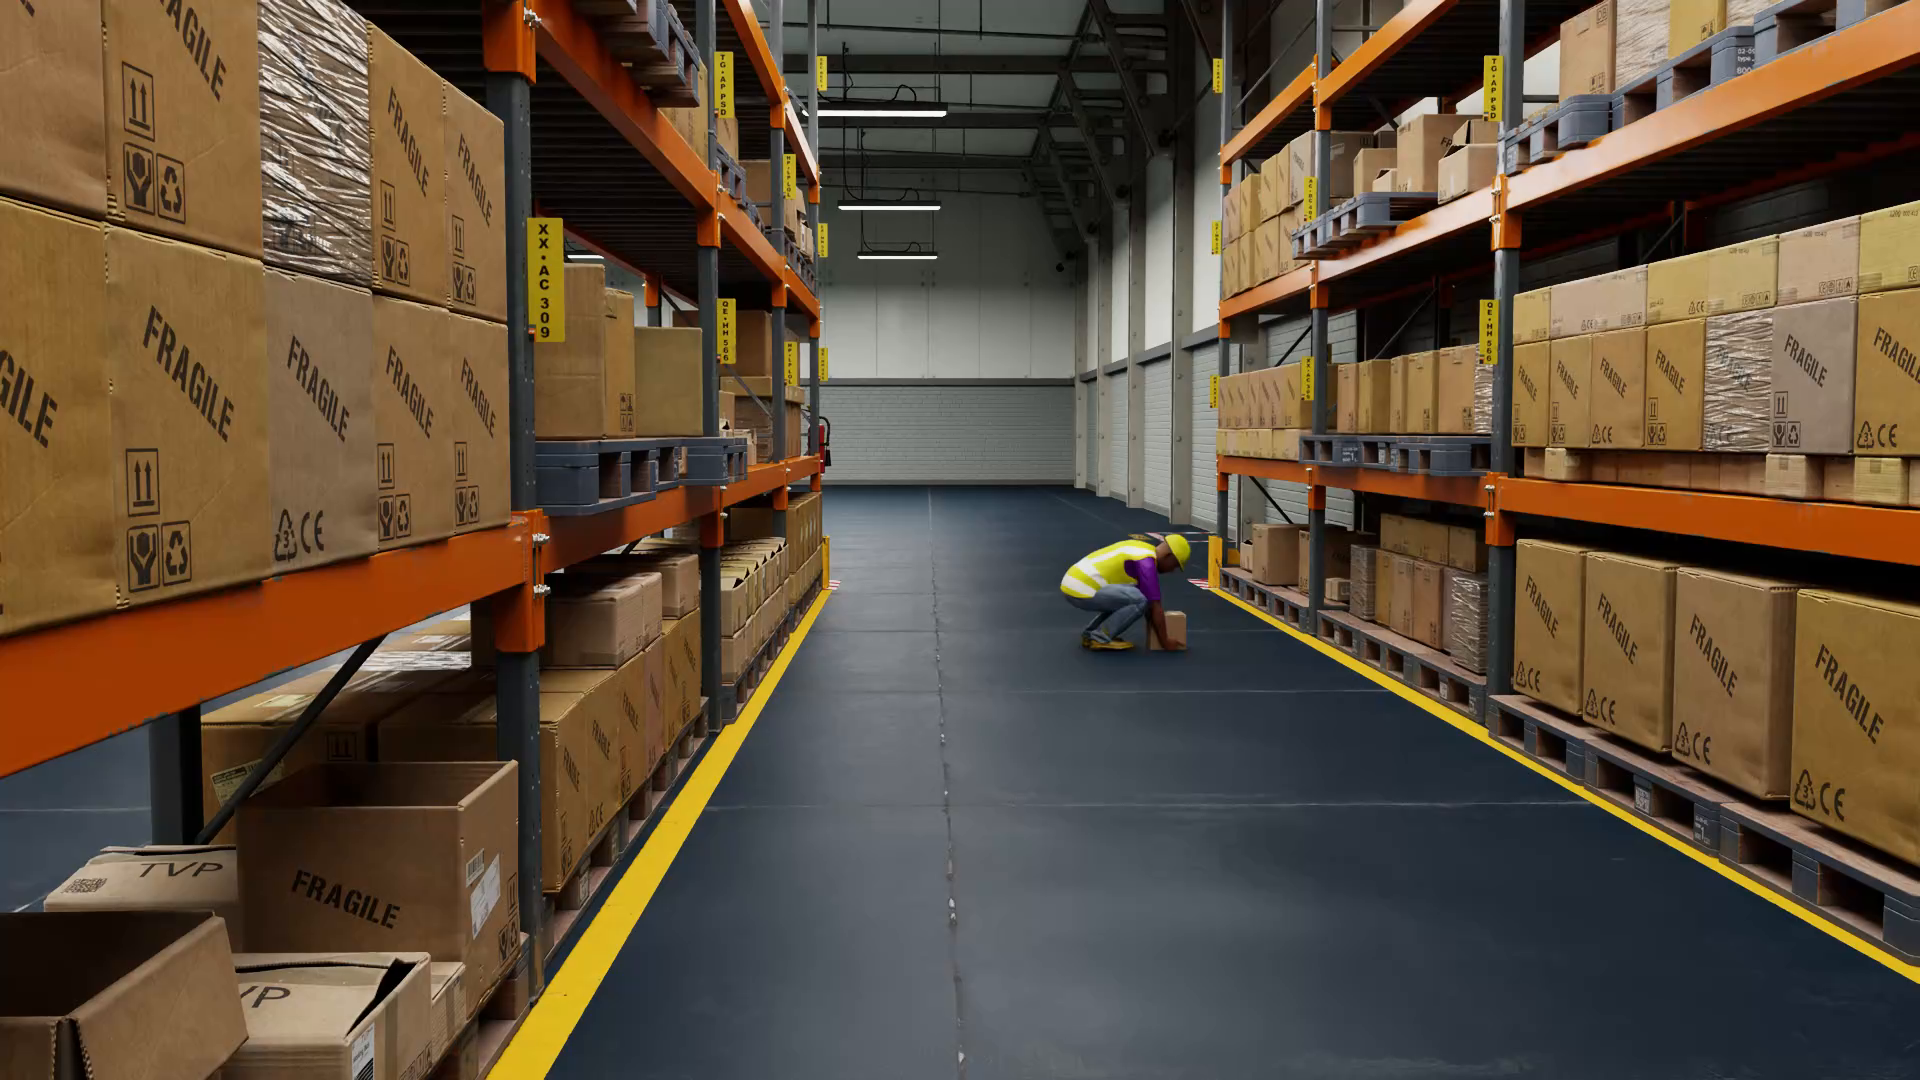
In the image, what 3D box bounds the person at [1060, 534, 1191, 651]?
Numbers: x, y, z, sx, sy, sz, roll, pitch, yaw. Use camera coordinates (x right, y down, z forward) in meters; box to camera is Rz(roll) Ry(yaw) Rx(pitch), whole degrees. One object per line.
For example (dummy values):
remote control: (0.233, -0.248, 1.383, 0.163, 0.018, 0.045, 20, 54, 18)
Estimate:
person: (1.179, 0.409, 11.833, 0.927, 0.901, 0.540, 0, 4, -1)
